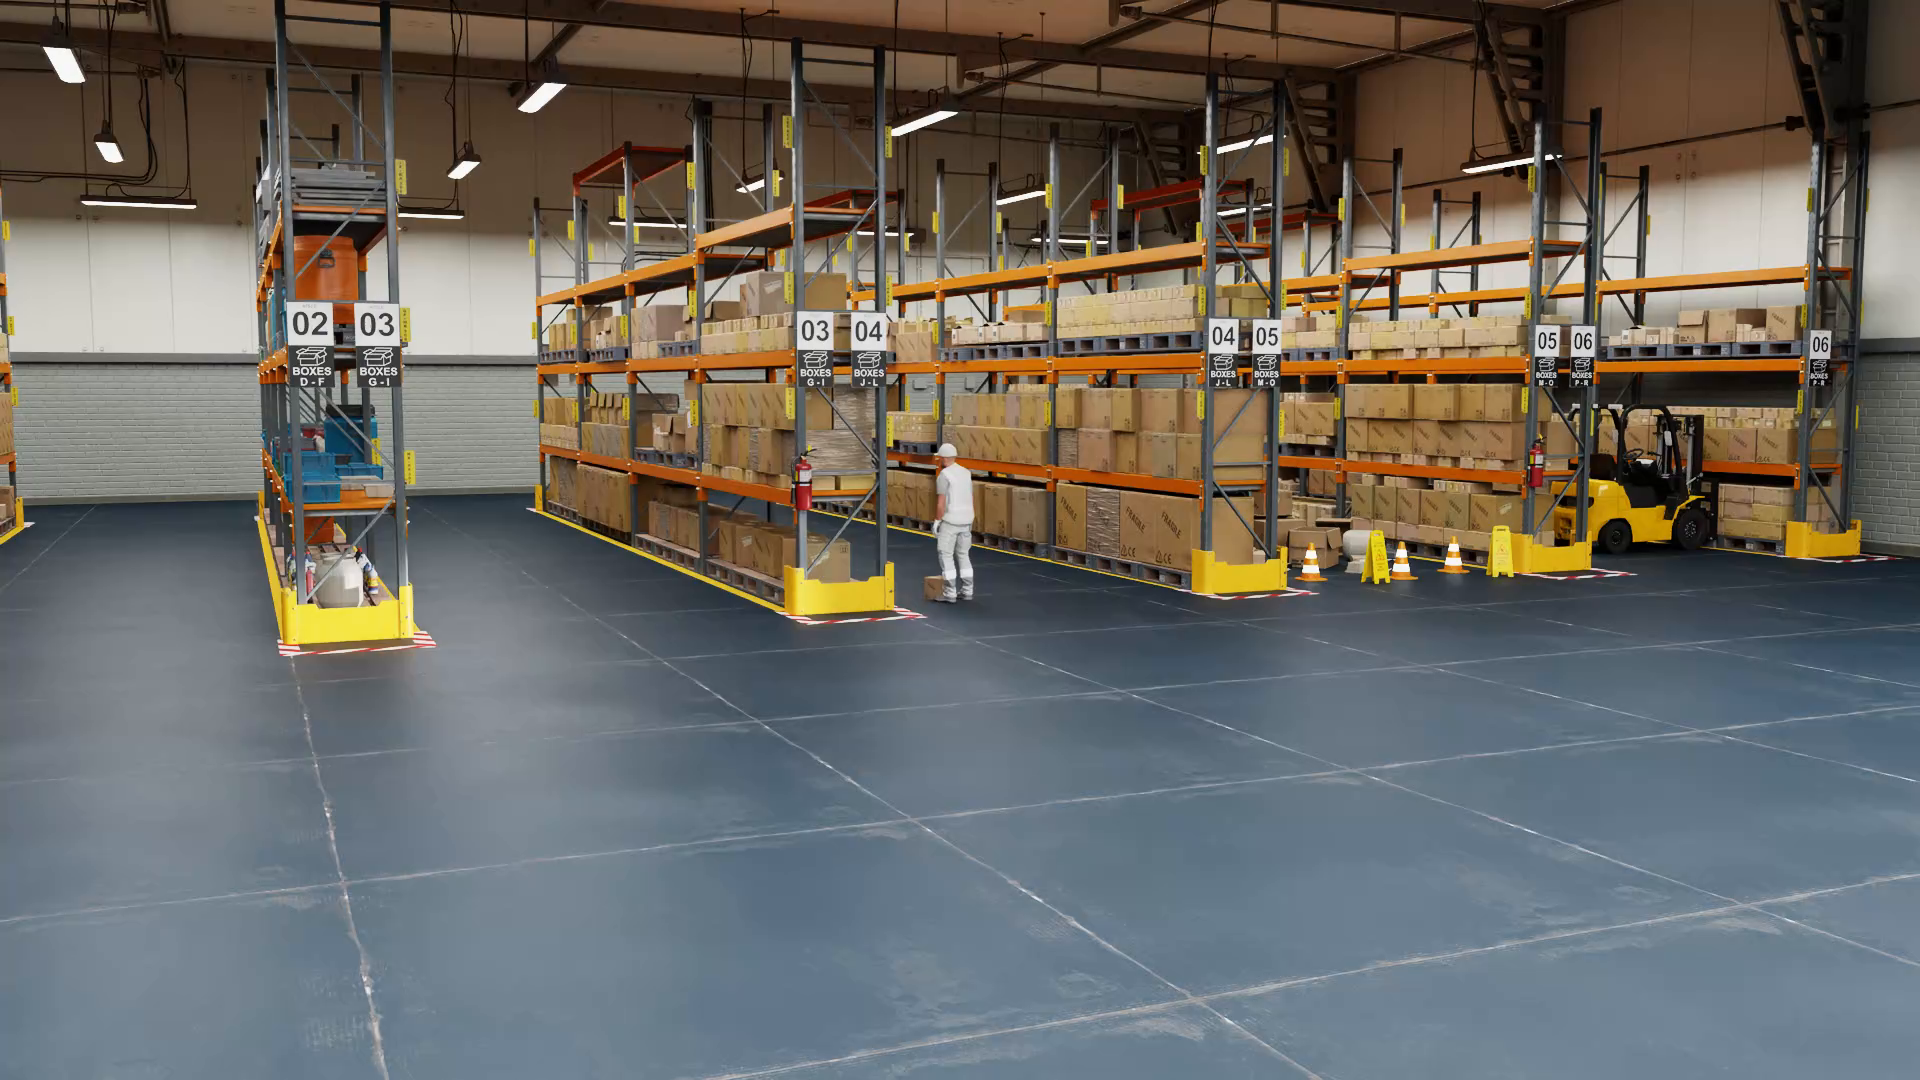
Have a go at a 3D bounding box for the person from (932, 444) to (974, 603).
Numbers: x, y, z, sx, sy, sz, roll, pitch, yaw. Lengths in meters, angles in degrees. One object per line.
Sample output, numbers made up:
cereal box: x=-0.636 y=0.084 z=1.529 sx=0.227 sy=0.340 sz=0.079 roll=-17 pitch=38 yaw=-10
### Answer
person: x=-0.081 y=-0.196 z=18.728 sx=0.453 sy=1.778 sz=0.616 roll=5 pitch=7 yaw=43
